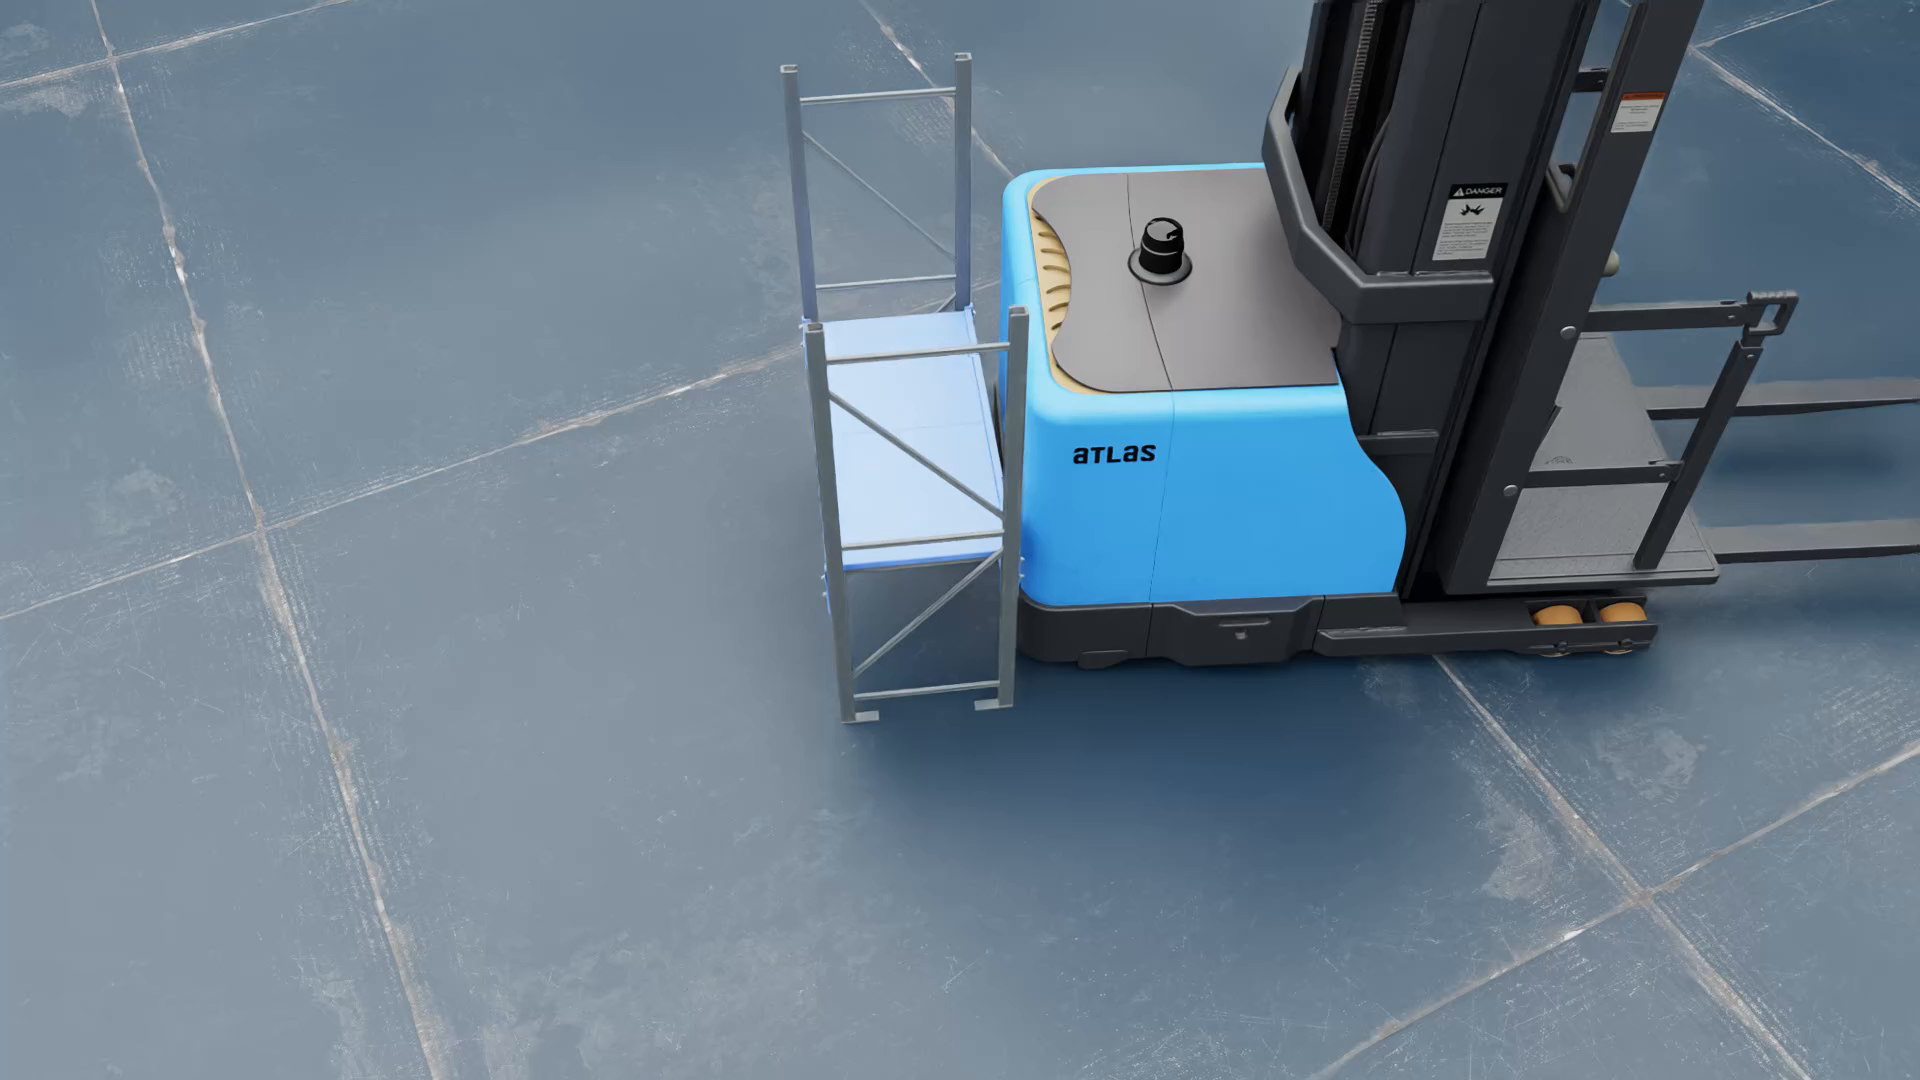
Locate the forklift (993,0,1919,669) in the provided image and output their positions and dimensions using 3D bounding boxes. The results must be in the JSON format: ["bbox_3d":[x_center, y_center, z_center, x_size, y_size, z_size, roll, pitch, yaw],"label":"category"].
[{"bbox_3d":[1.646,-1.016,4.191,3.031,2.935,1.130,-2,49,-2],"label":"forklift"}]

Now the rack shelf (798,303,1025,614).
[{"bbox_3d":[-0.157,-0.258,4.718,0.538,0.185,1.000,-5,49,-5],"label":"rack shelf"}]

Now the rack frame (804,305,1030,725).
[{"bbox_3d":[-0.095,0.004,4.250,0.500,1.500,0.032,-5,49,-5],"label":"rack frame"}]

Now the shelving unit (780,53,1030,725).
[{"bbox_3d":[-0.157,-0.376,4.583,0.538,1.500,1.048,-5,49,-5],"label":"shelving unit"}]

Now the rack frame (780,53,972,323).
[{"bbox_3d":[-0.219,-0.756,4.915,0.500,1.500,0.032,-5,49,-5],"label":"rack frame"}]
